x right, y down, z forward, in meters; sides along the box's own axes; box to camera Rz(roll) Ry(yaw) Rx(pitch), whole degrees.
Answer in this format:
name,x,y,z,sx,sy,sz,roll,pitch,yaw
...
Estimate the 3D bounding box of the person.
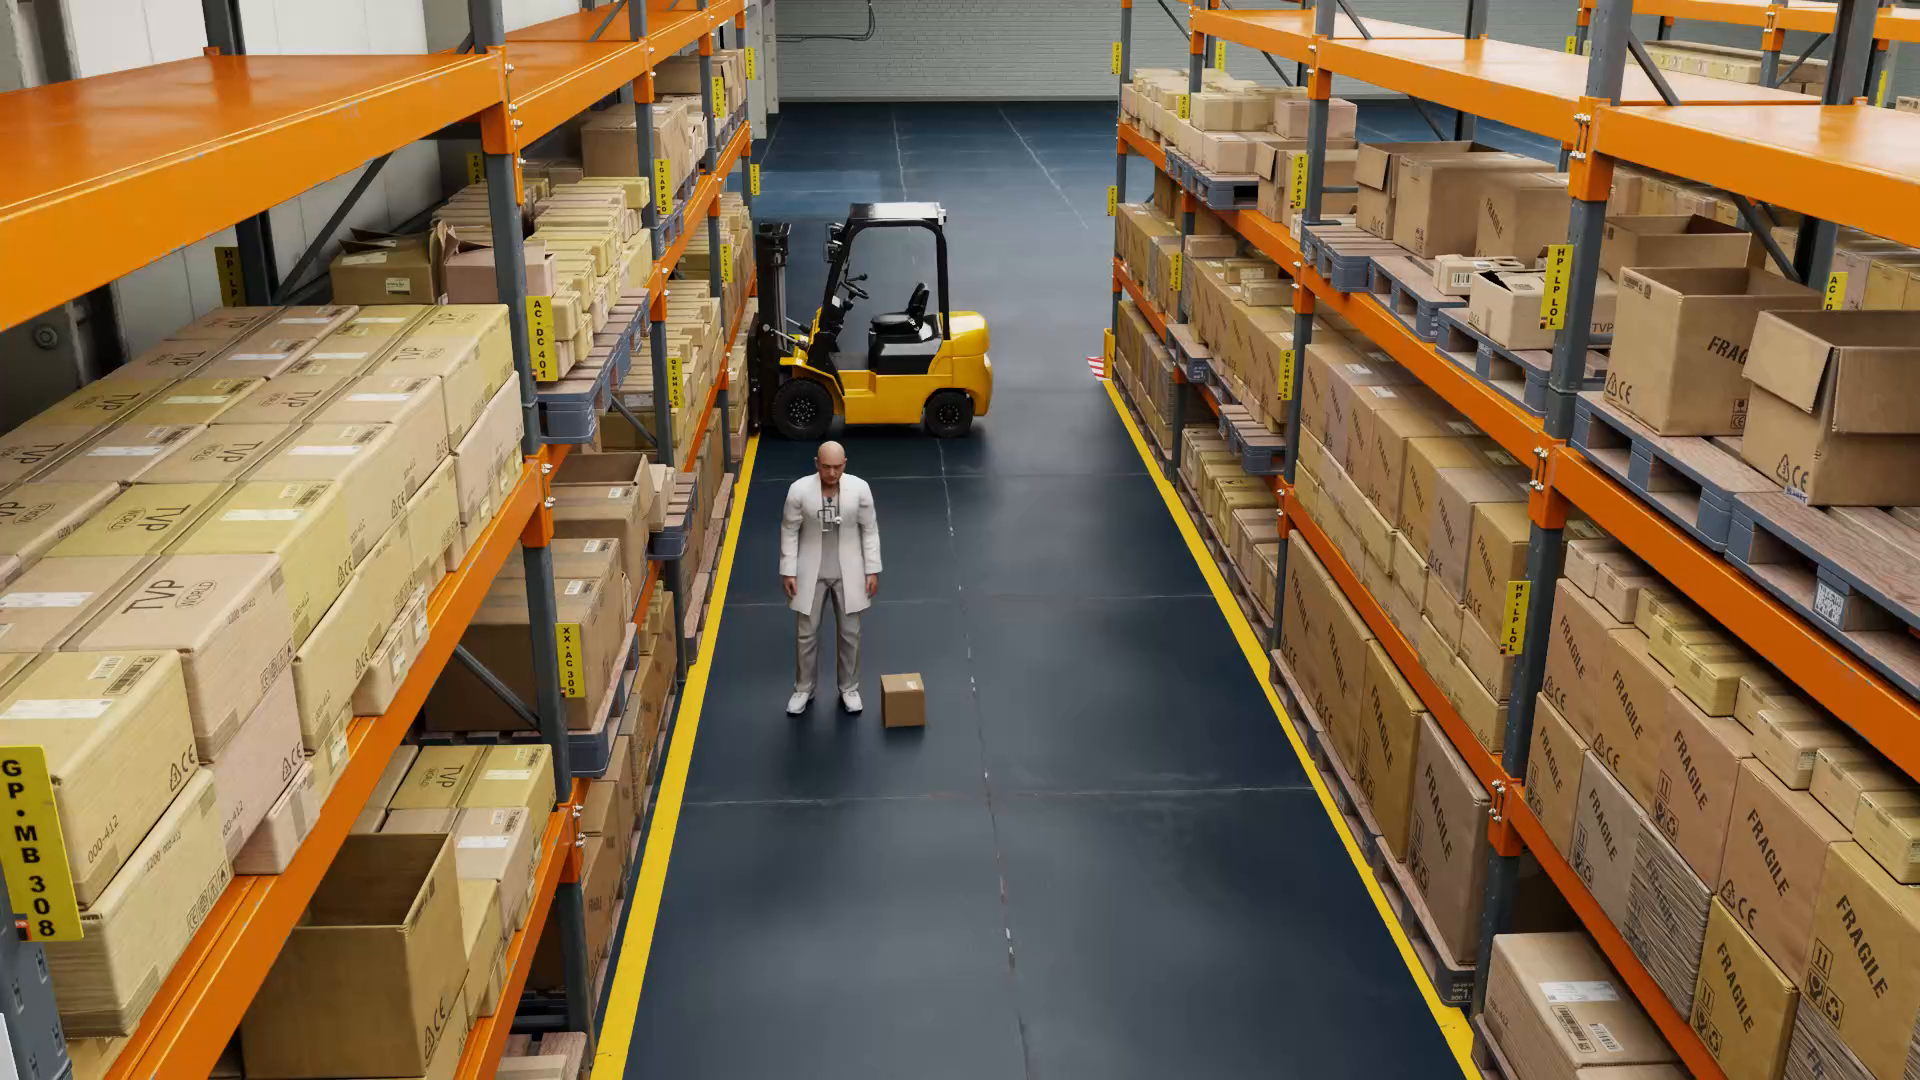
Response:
name,x,y,z,sx,sy,sz,roll,pitch,yaw
person,-0.820,0.221,10.494,0.642,1.774,0.423,-2,20,-5
